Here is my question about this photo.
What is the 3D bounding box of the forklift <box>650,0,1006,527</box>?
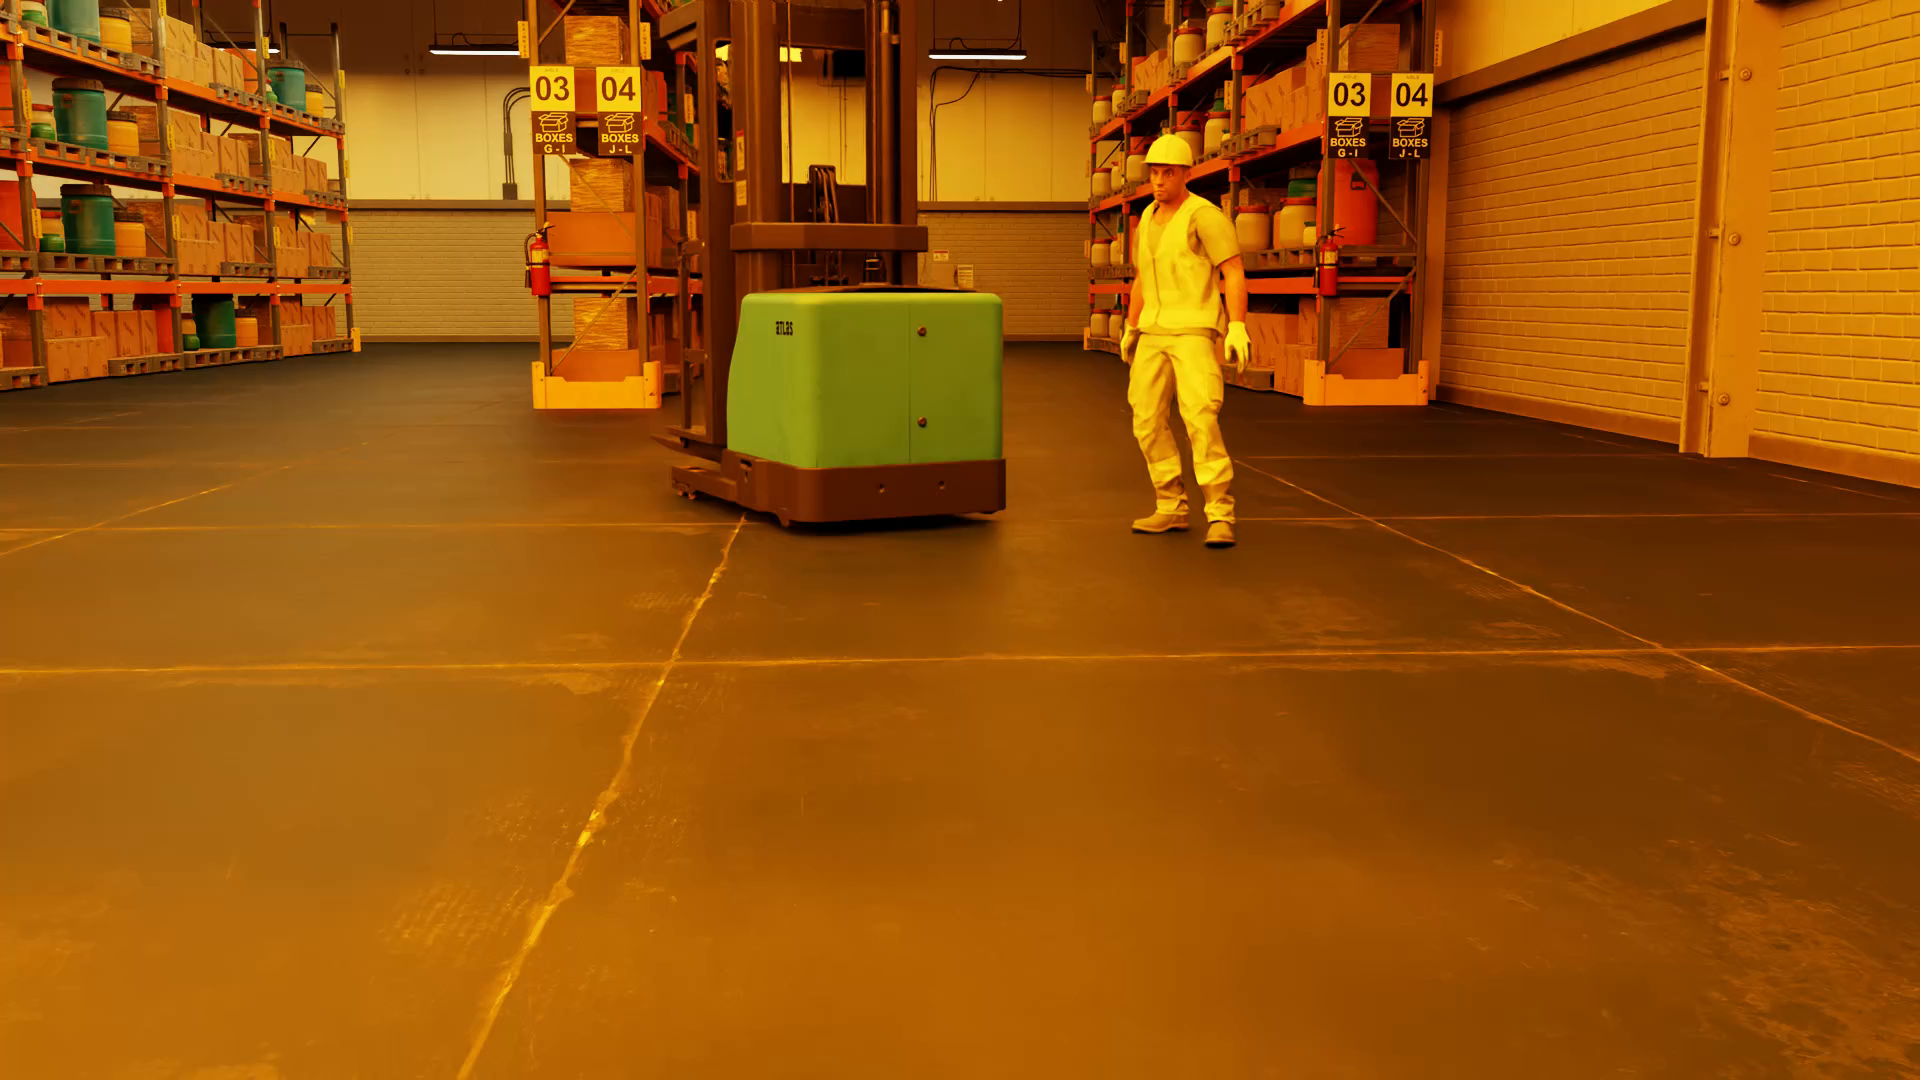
[{"bbox_3d":[-0.893,-1.683,8.669,1.130,2.935,3.031,-4,9,-26],"label":"forklift"}]

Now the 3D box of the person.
[{"bbox_3d":[0.954,-0.890,7.346,0.430,1.750,0.848,-7,11,-39],"label":"person"}]
